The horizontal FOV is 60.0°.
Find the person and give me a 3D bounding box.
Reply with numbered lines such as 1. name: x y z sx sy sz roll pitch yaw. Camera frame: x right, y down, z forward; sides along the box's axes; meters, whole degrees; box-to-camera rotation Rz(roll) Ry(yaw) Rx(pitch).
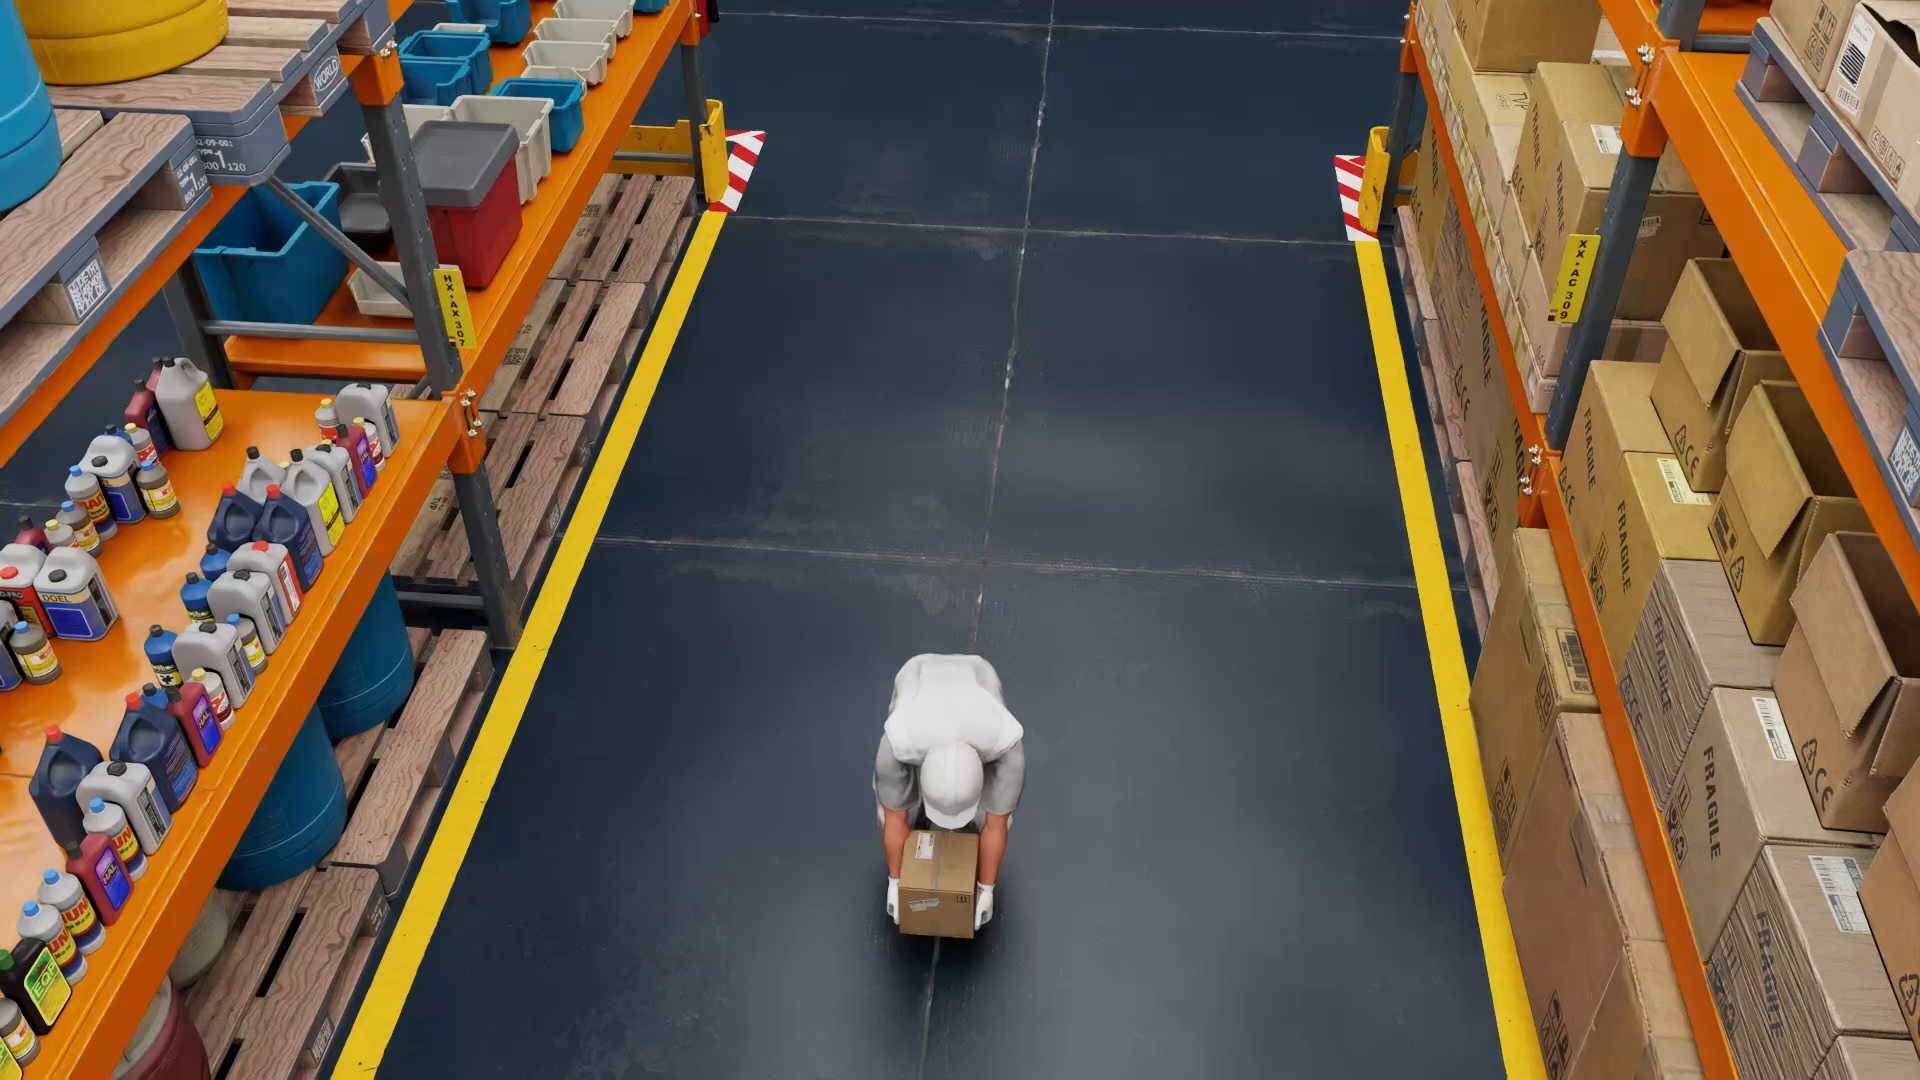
1. person: -0.042 0.825 5.771 0.535 0.993 0.902 2 40 3
